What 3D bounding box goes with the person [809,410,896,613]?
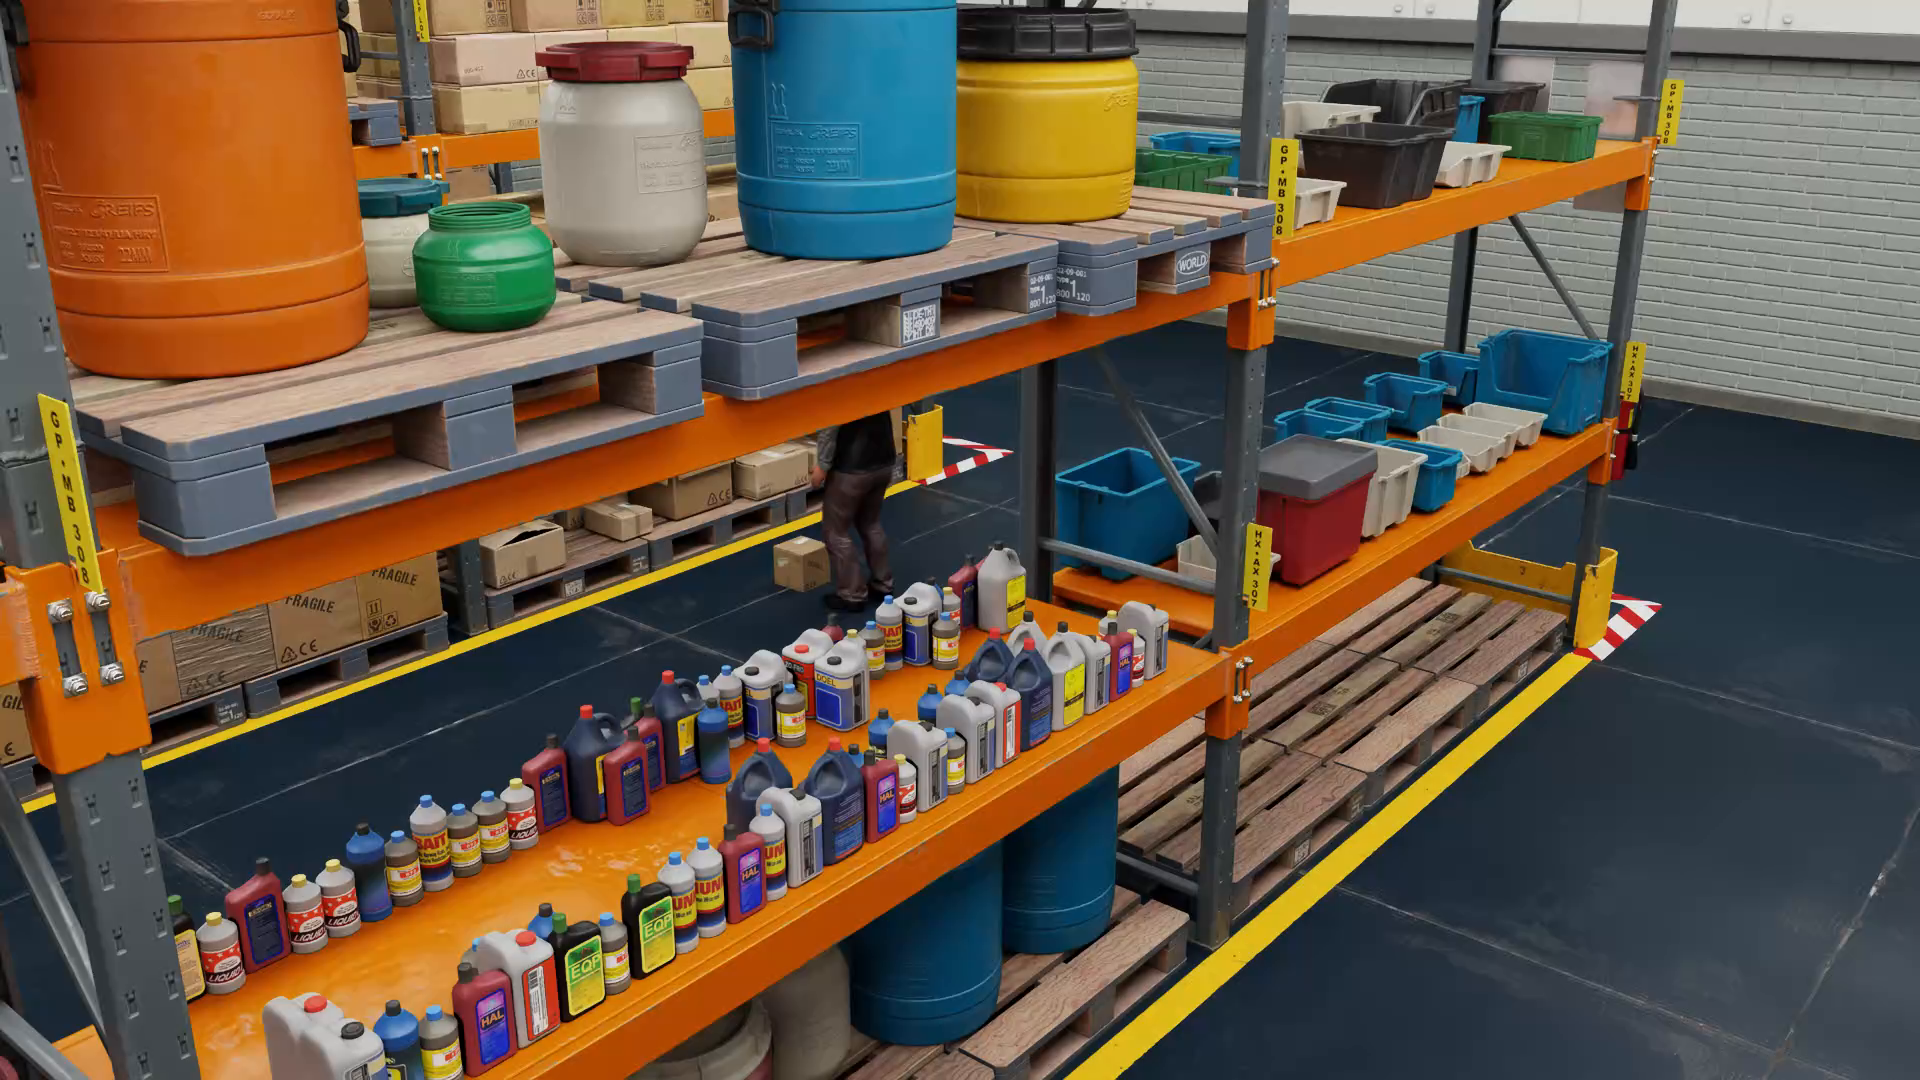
[{"bbox_3d":[-0.615,-0.411,9.784,0.378,1.697,0.546,16,26,38],"label":"person"}]
